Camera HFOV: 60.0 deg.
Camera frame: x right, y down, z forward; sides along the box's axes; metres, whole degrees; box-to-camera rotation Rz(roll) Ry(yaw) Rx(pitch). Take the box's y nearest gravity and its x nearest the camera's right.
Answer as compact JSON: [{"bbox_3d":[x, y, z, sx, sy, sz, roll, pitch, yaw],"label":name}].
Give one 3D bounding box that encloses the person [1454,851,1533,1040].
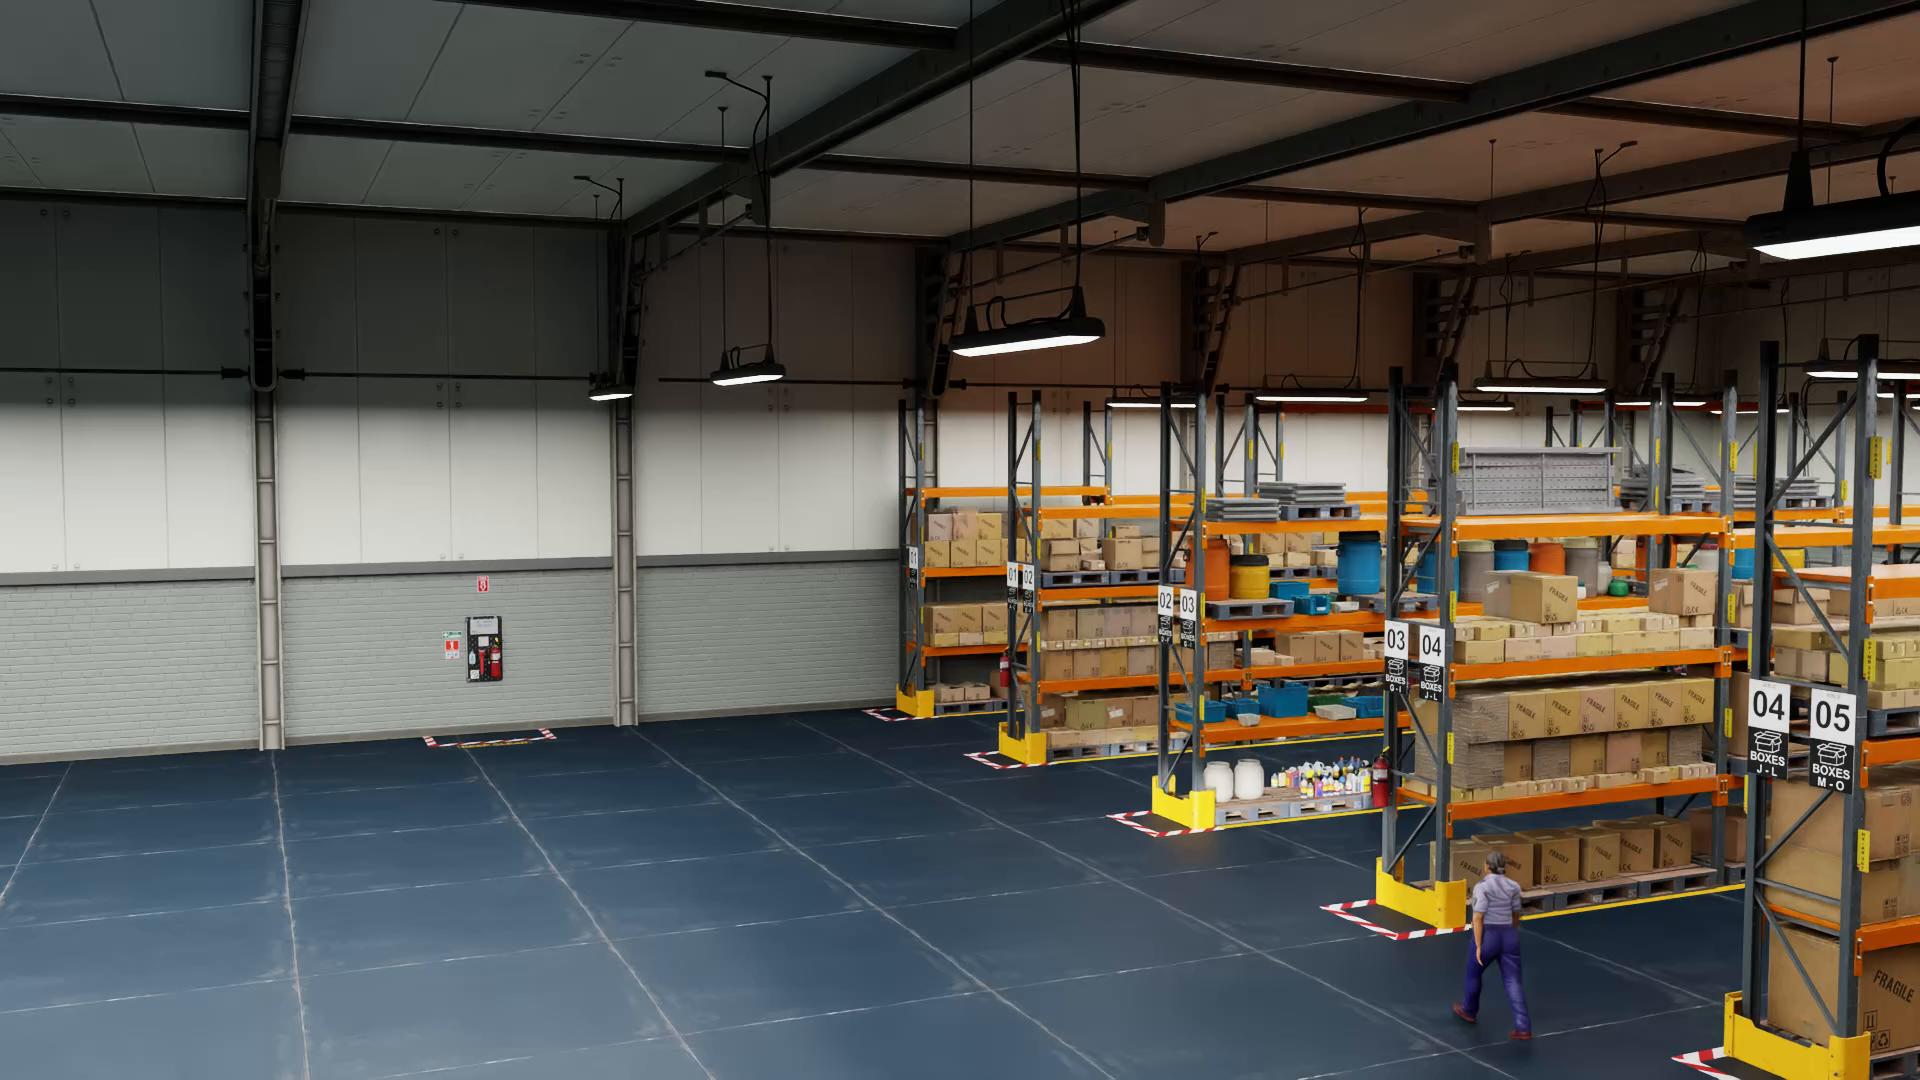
[{"bbox_3d":[4.674,3.512,14.526,0.477,1.579,1.042,0,3,-6],"label":"person"}]
